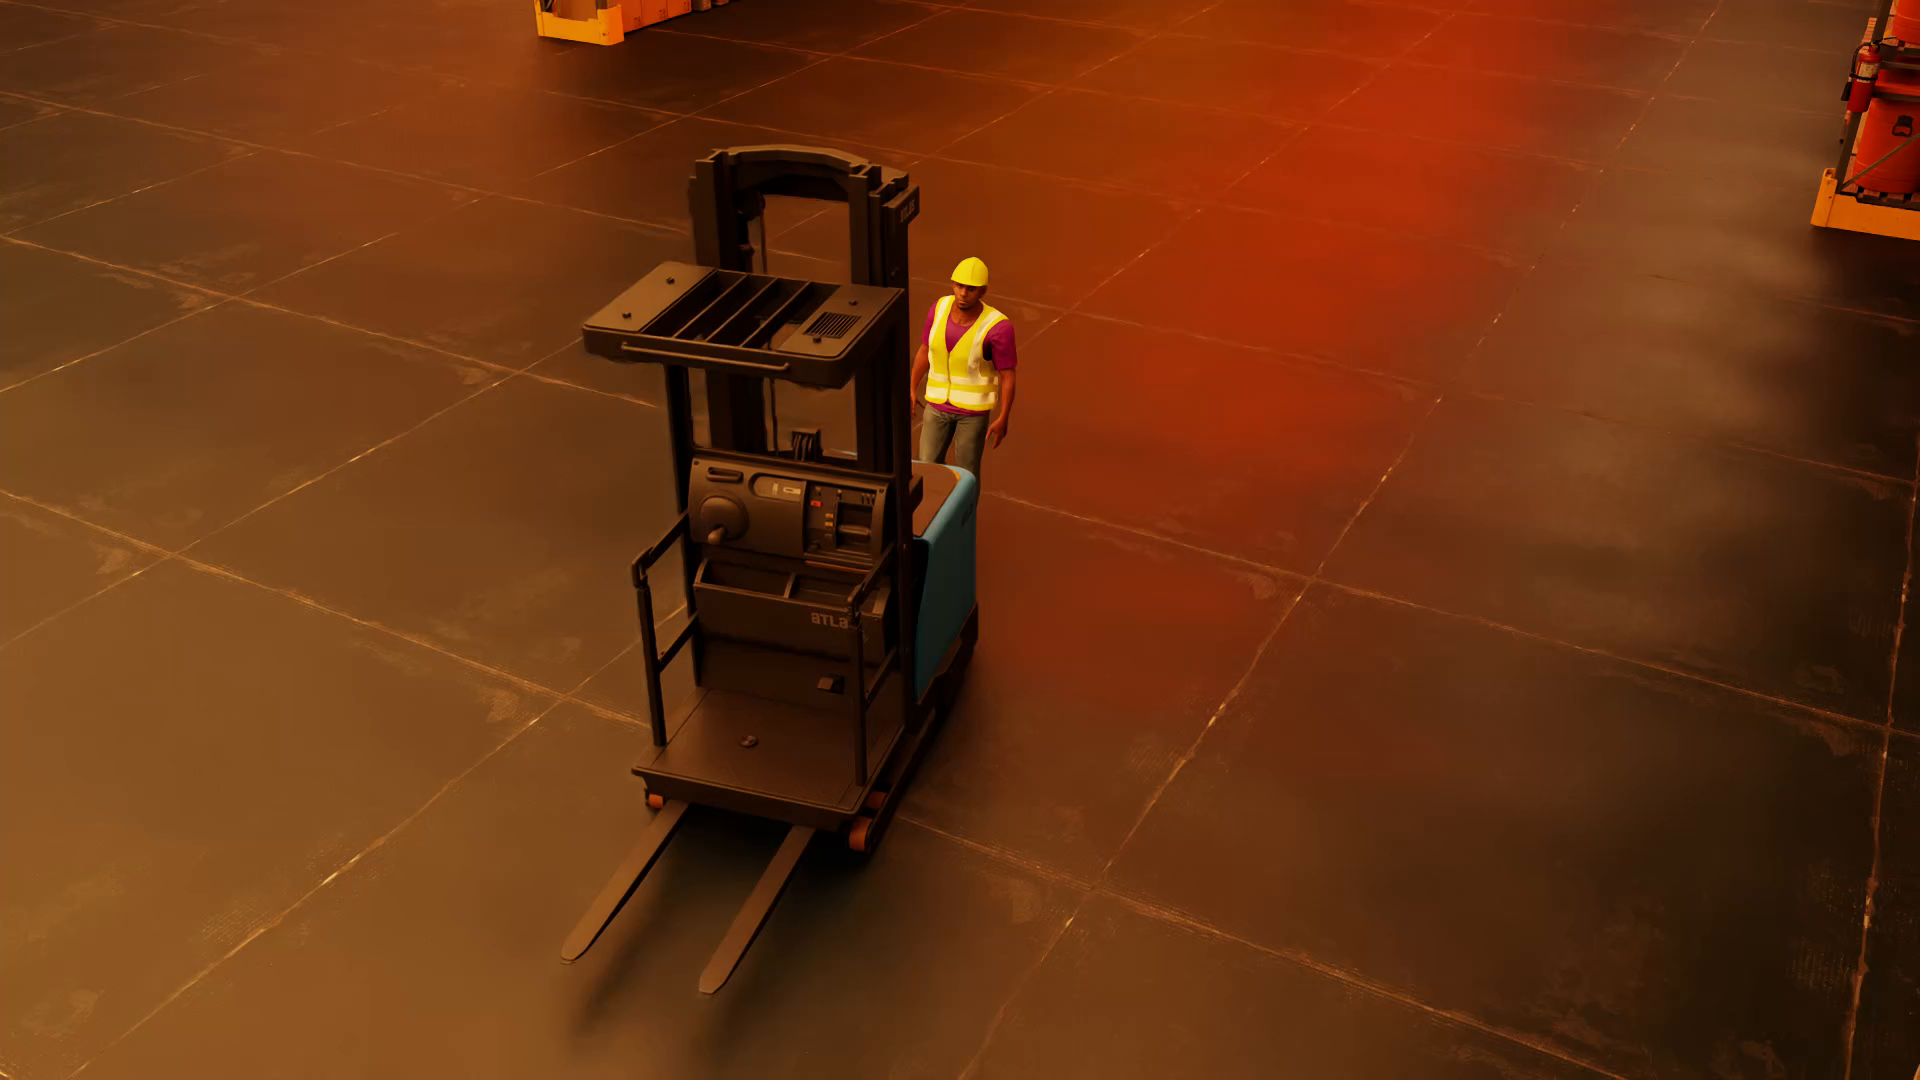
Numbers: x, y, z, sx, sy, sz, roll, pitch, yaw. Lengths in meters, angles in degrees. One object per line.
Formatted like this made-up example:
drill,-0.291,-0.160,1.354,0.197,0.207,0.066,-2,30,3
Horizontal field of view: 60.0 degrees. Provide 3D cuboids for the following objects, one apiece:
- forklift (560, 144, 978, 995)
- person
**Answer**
forklift,-0.831,-0.076,7.202,1.130,2.935,3.031,9,31,15
person,-0.039,-0.742,9.508,0.666,1.765,0.577,15,33,25
